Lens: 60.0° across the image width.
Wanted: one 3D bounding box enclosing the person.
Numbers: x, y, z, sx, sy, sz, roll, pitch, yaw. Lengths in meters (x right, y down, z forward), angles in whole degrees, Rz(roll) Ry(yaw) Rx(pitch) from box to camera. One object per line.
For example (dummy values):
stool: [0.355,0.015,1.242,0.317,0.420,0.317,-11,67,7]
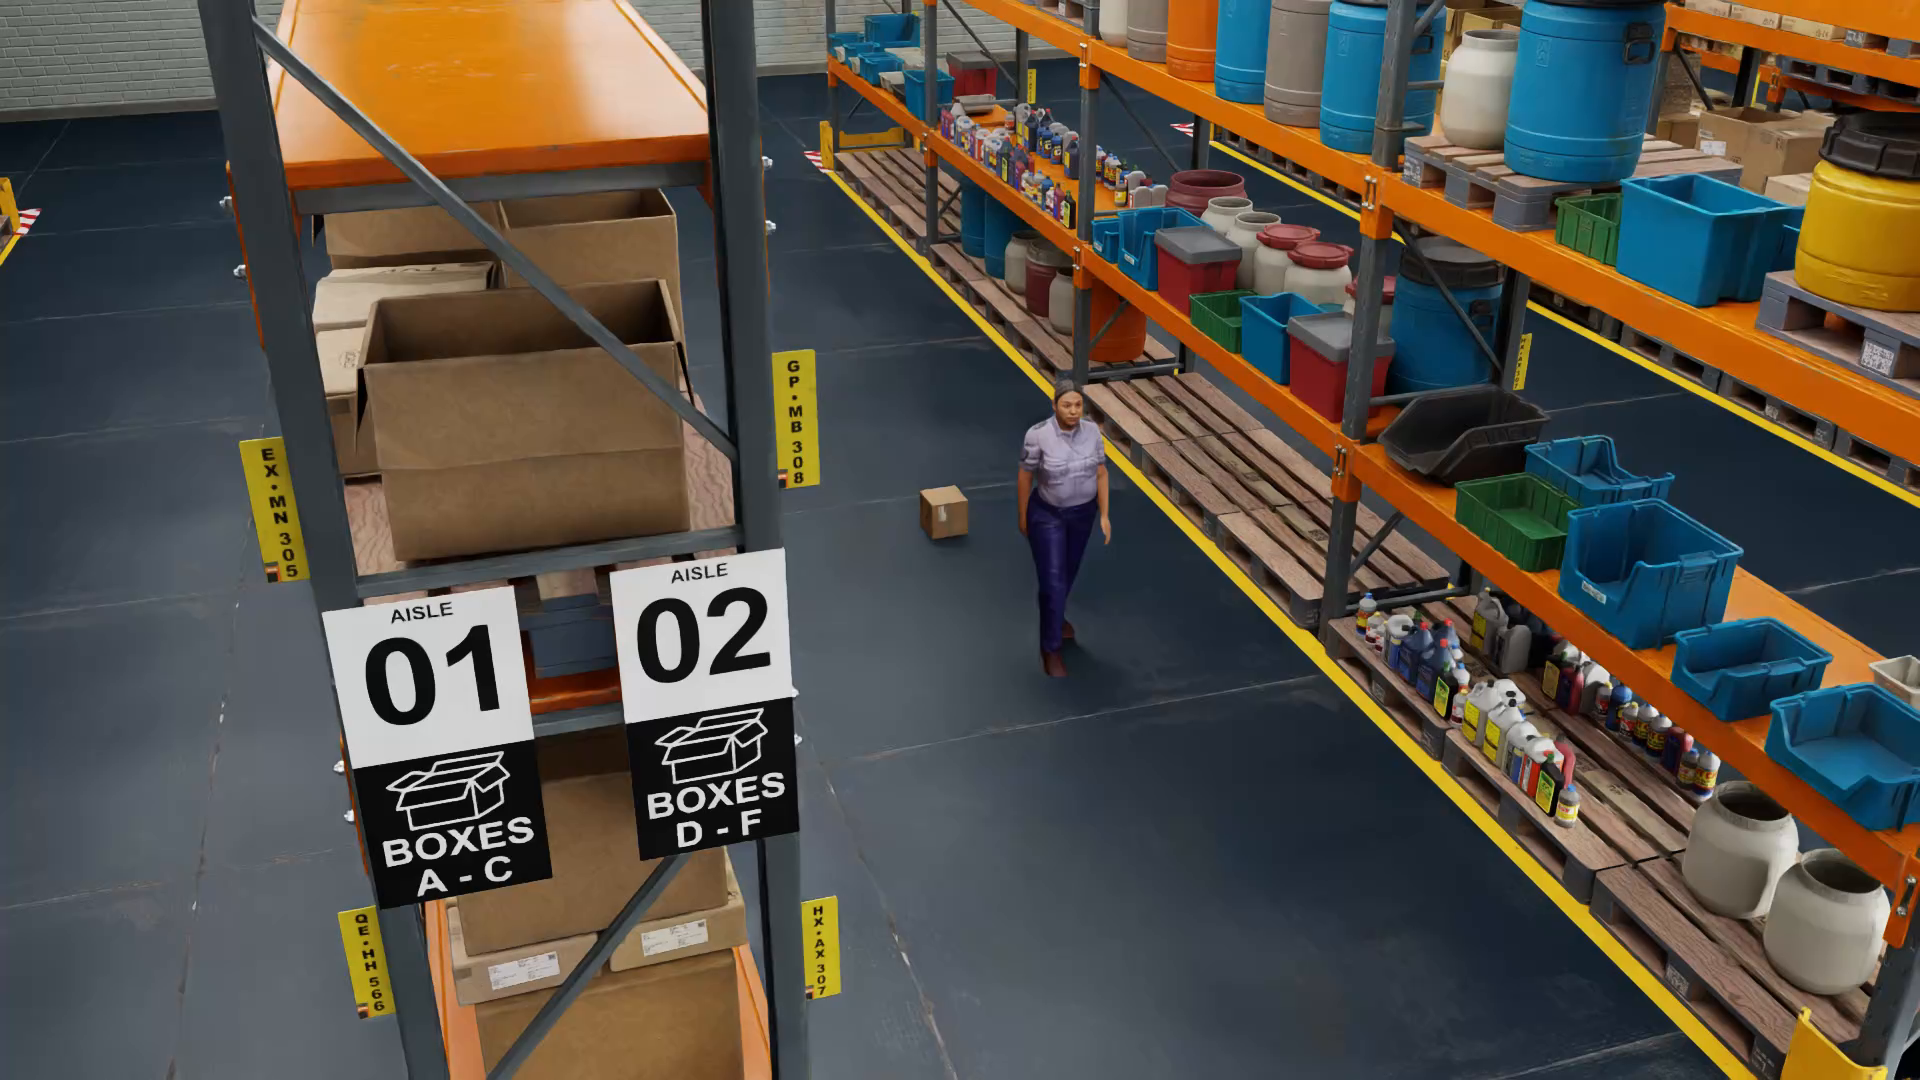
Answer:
person: [0.594,-0.084,9.338,0.491,1.708,0.625,-11,29,-21]
